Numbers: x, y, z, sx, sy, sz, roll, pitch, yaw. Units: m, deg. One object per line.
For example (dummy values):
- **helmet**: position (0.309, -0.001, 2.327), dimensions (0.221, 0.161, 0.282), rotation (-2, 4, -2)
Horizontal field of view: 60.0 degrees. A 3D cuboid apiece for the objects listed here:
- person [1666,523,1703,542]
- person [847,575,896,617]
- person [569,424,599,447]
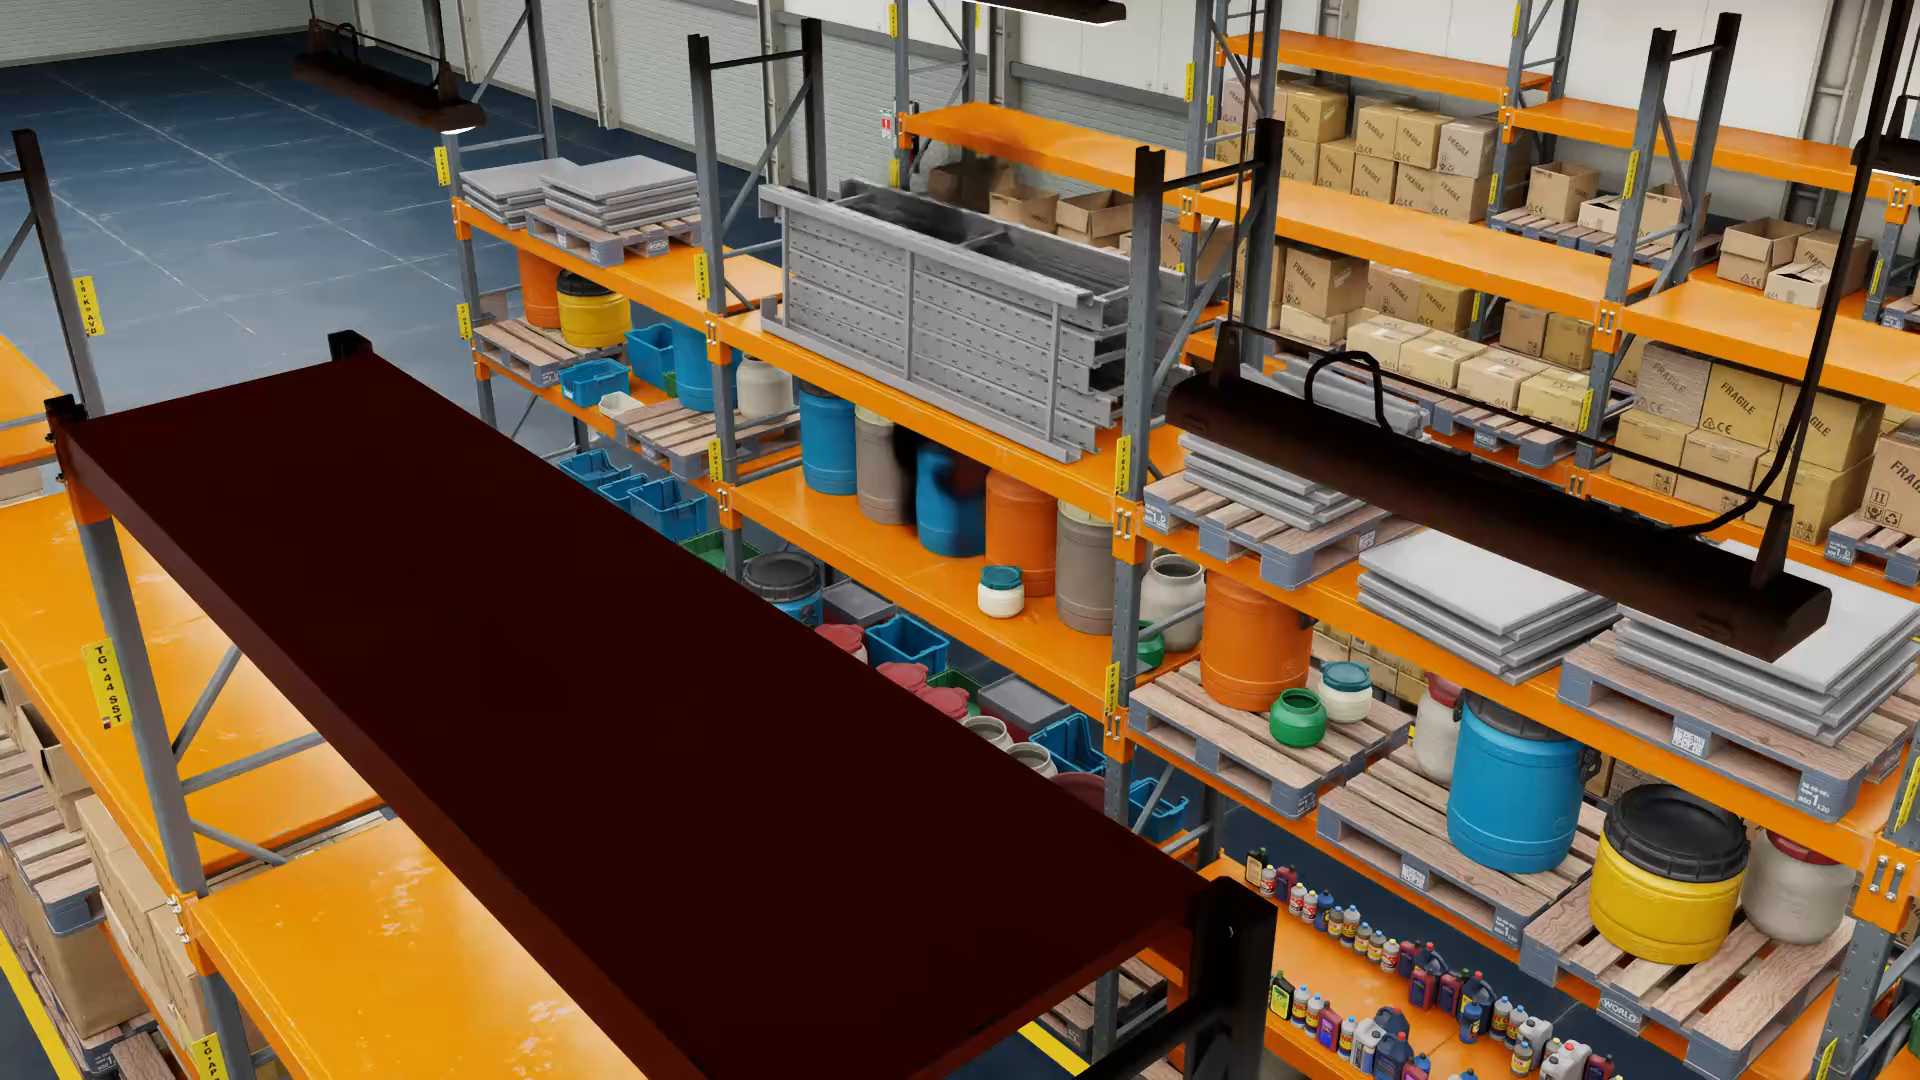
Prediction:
- **person**: position (6.318, 0.496, 14.743), dimensions (0.869, 1.666, 0.570), rotation (24, 36, 39)
- **person**: position (-0.741, 0.332, 15.188), dimensions (0.687, 1.613, 1.079), rotation (-20, 33, -34)
- **person**: position (-4.125, -1.918, 19.359), dimensions (1.008, 1.816, 0.700), rotation (-9, 28, -17)
